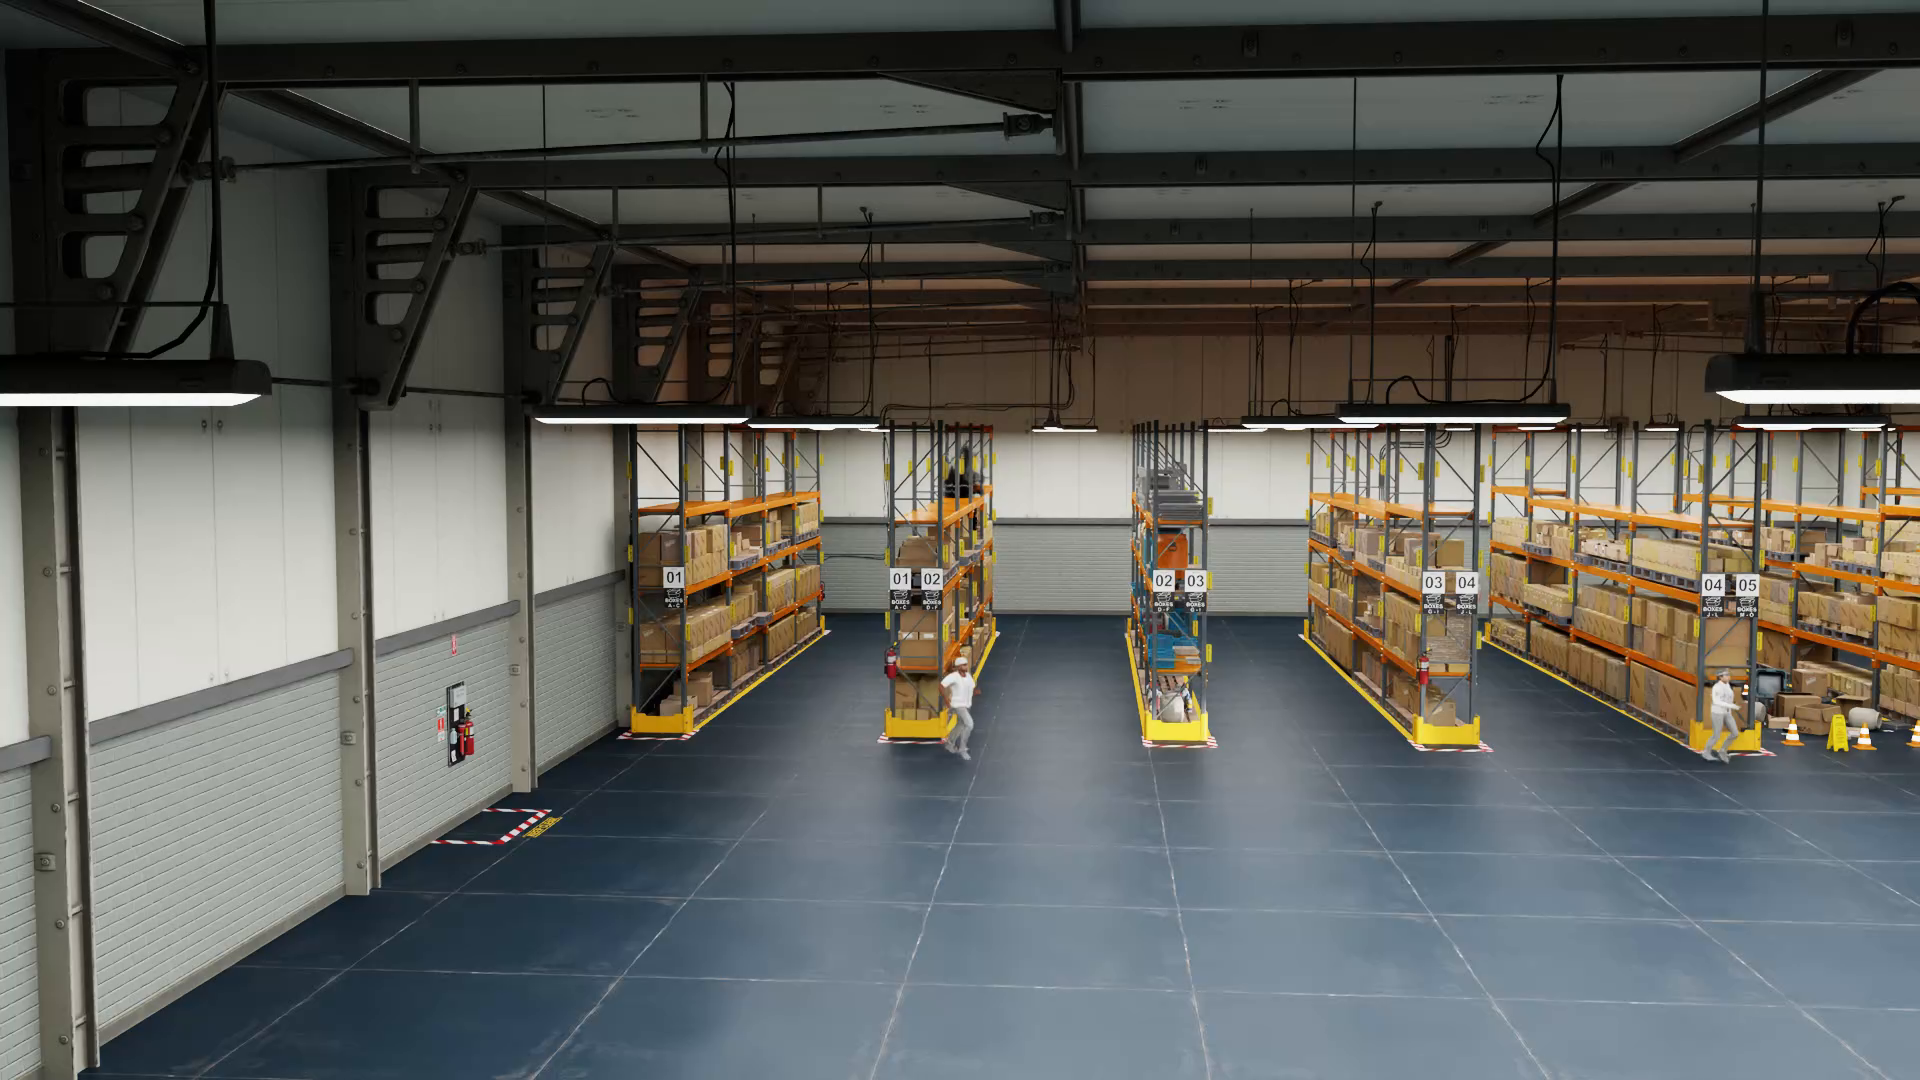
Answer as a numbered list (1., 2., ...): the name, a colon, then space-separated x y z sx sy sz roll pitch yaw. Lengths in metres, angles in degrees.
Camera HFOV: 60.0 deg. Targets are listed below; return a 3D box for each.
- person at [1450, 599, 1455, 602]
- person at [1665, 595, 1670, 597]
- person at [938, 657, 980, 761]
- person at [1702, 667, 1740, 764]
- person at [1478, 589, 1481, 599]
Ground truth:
1. person: 13.421 2.009 46.245 0.716 1.628 0.803 3 4 36
2. person: 20.252 1.928 47.247 0.618 1.655 0.609 2 4 27
3. person: 0.022 2.972 29.449 0.763 1.821 0.669 2 4 34
4. person: 13.300 3.059 28.965 0.628 1.719 0.681 -2 4 -33
5. person: 14.393 1.856 47.348 0.695 1.794 0.716 -2 4 -34
